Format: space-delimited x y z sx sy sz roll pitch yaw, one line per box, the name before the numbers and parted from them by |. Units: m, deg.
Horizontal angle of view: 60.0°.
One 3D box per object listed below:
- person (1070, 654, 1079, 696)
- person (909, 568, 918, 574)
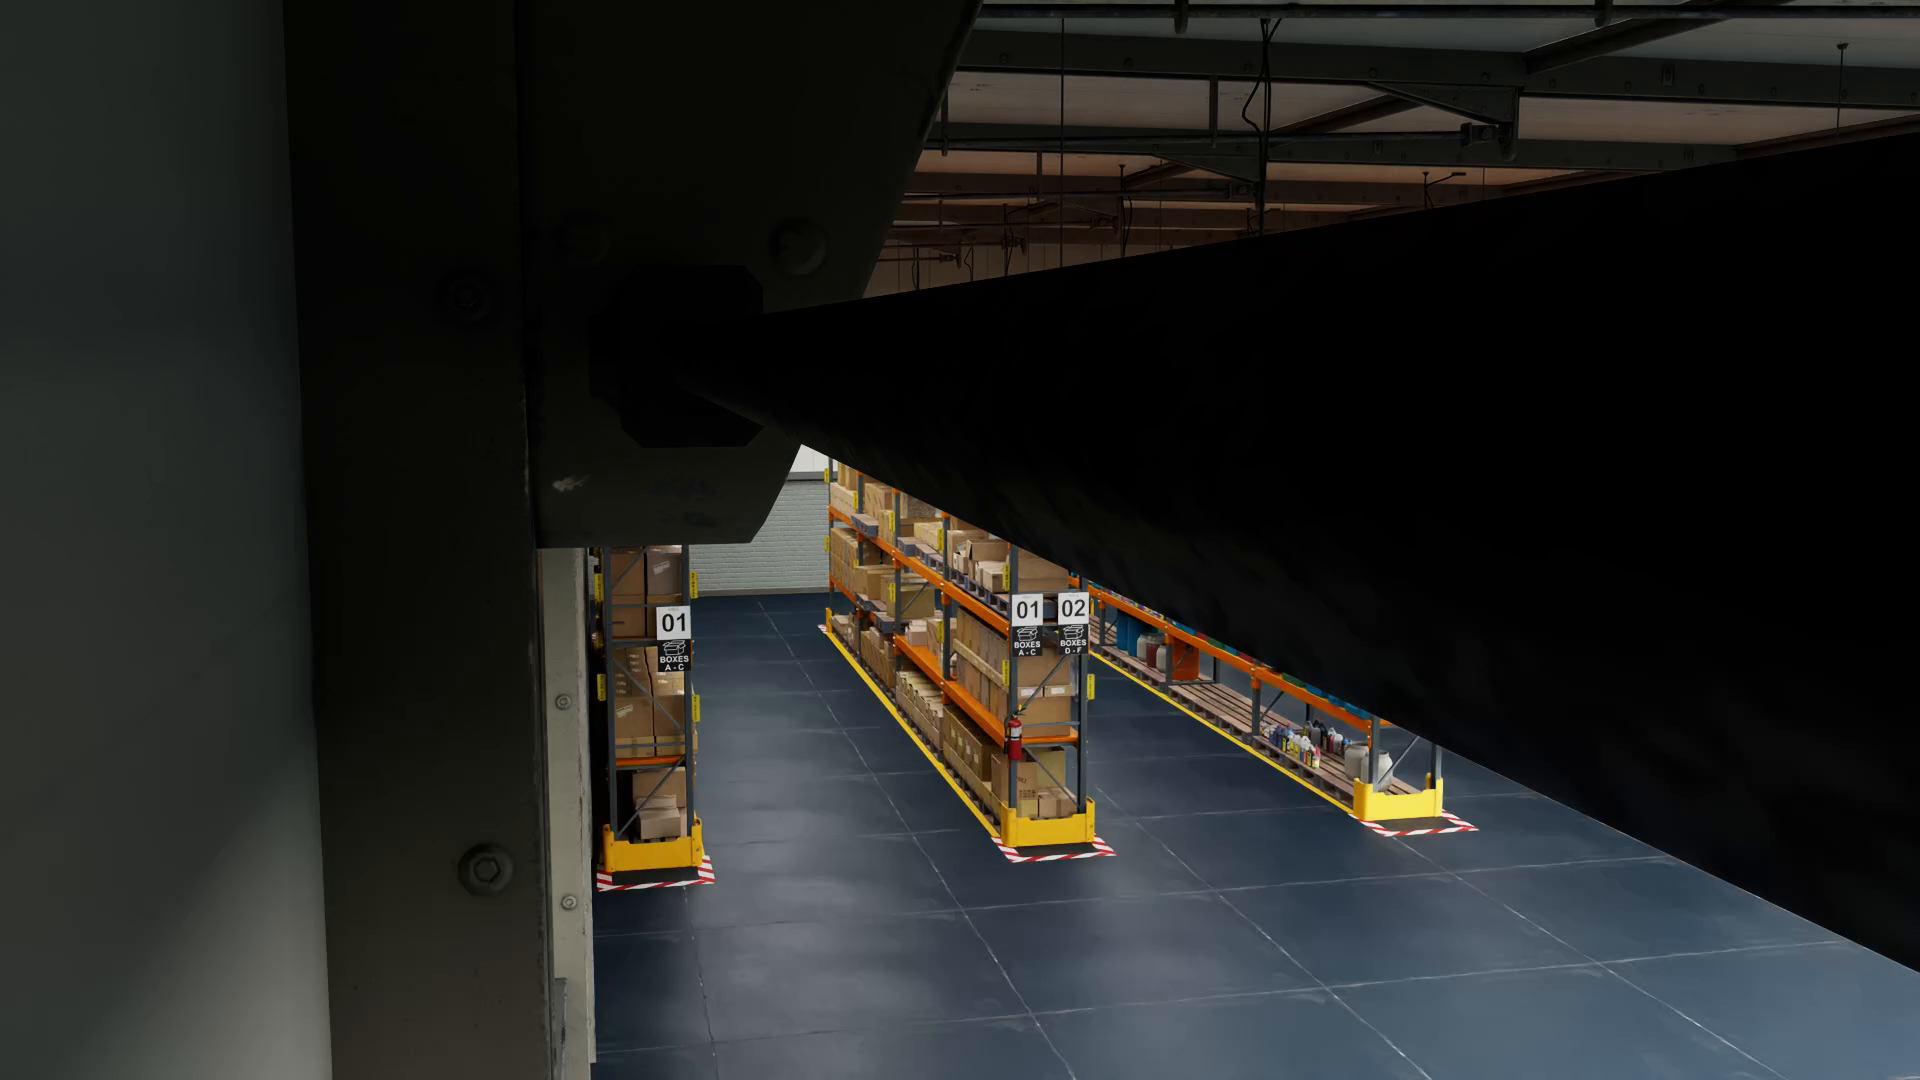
person | 2.059 1.997 29.775 0.493 1.633 0.516 -2 7 -13
person | -1.215 1.002 38.403 0.630 1.561 0.748 0 7 -3
